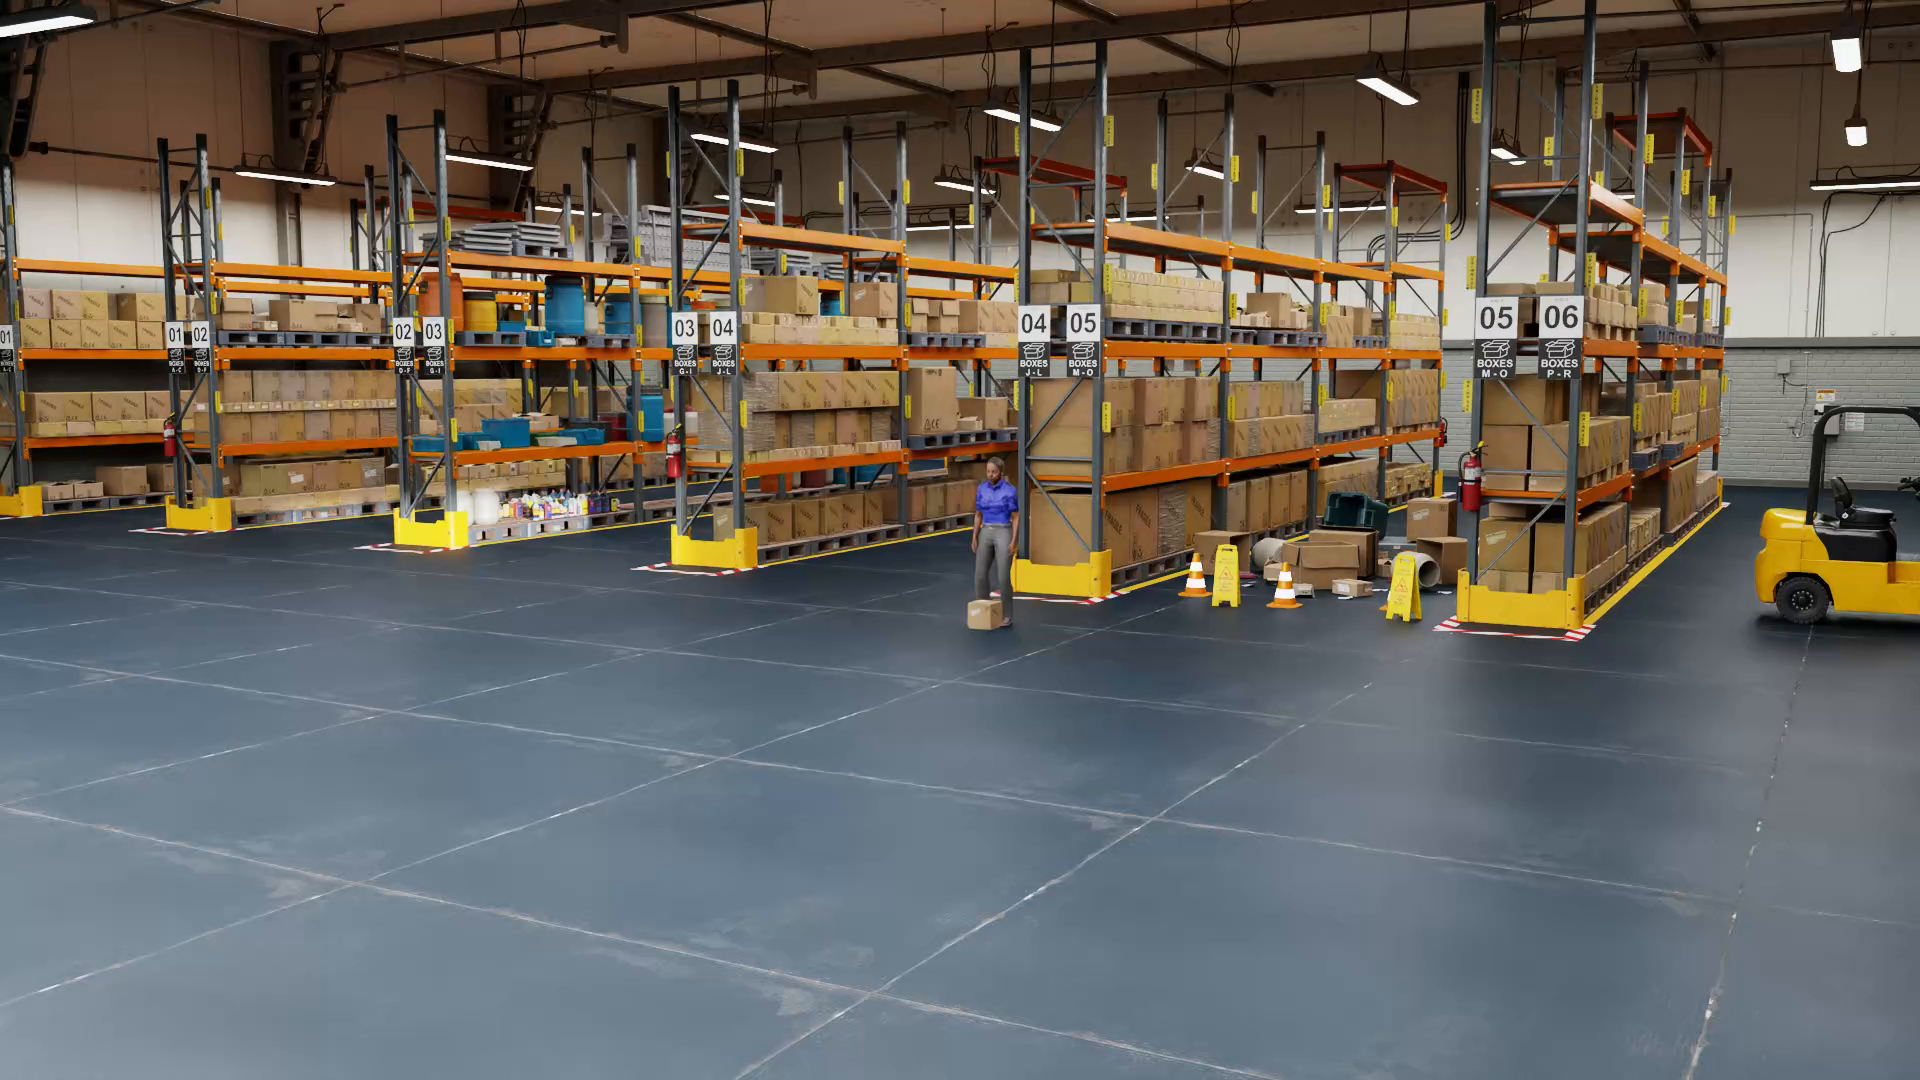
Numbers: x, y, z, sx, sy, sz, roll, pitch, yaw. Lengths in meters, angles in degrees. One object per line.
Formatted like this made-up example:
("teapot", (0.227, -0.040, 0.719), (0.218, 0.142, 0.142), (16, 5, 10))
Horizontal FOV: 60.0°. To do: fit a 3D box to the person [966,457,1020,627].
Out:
("person", (0.339, 0.008, 16.314), (0.506, 1.655, 0.347), (3, 7, 27))
